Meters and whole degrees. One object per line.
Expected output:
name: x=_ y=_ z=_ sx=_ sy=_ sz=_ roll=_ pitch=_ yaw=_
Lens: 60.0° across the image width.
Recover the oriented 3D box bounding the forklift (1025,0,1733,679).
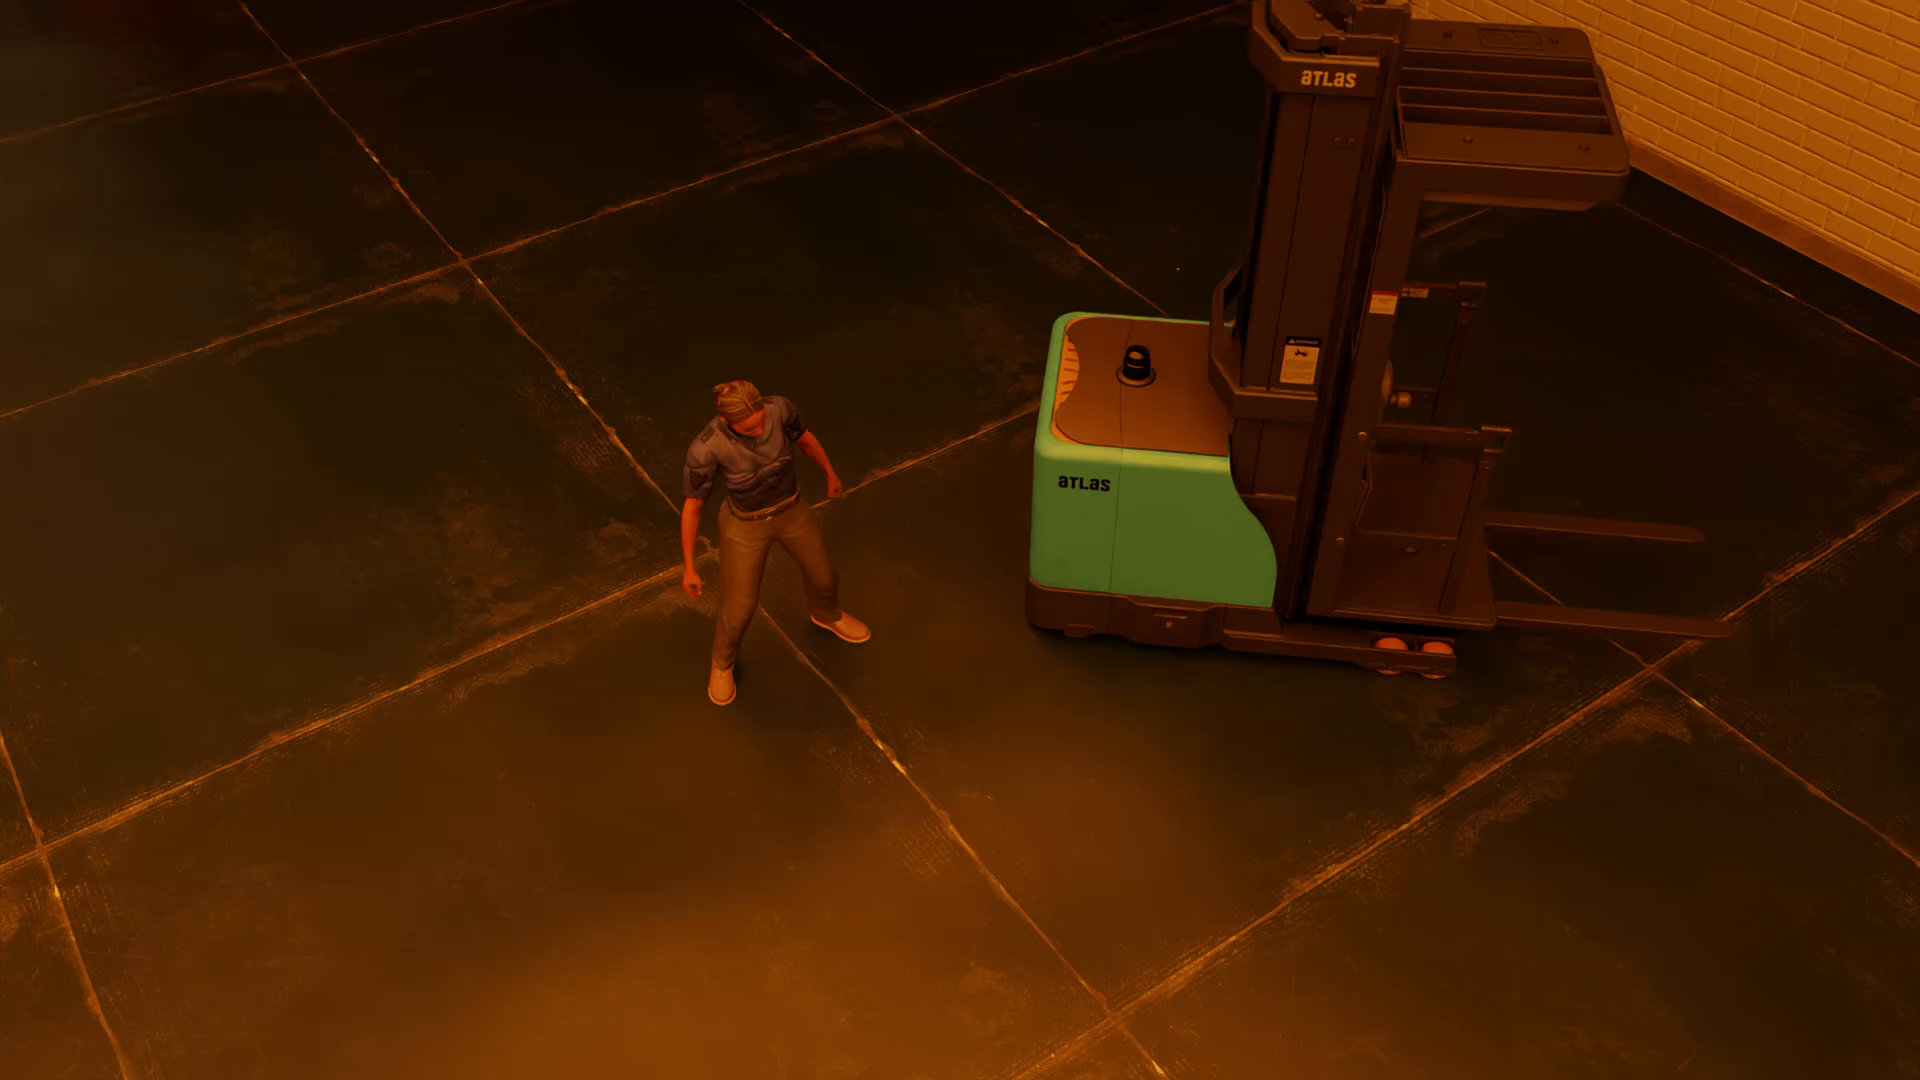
forklift: x=1.847 y=-0.861 z=6.650 sx=3.031 sy=2.935 sz=1.130 roll=5 pitch=43 yaw=6

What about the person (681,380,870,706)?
person: x=-0.789 y=-0.053 z=6.763 sx=0.838 sy=1.609 sz=0.345 roll=-22 pitch=47 yaw=-22
